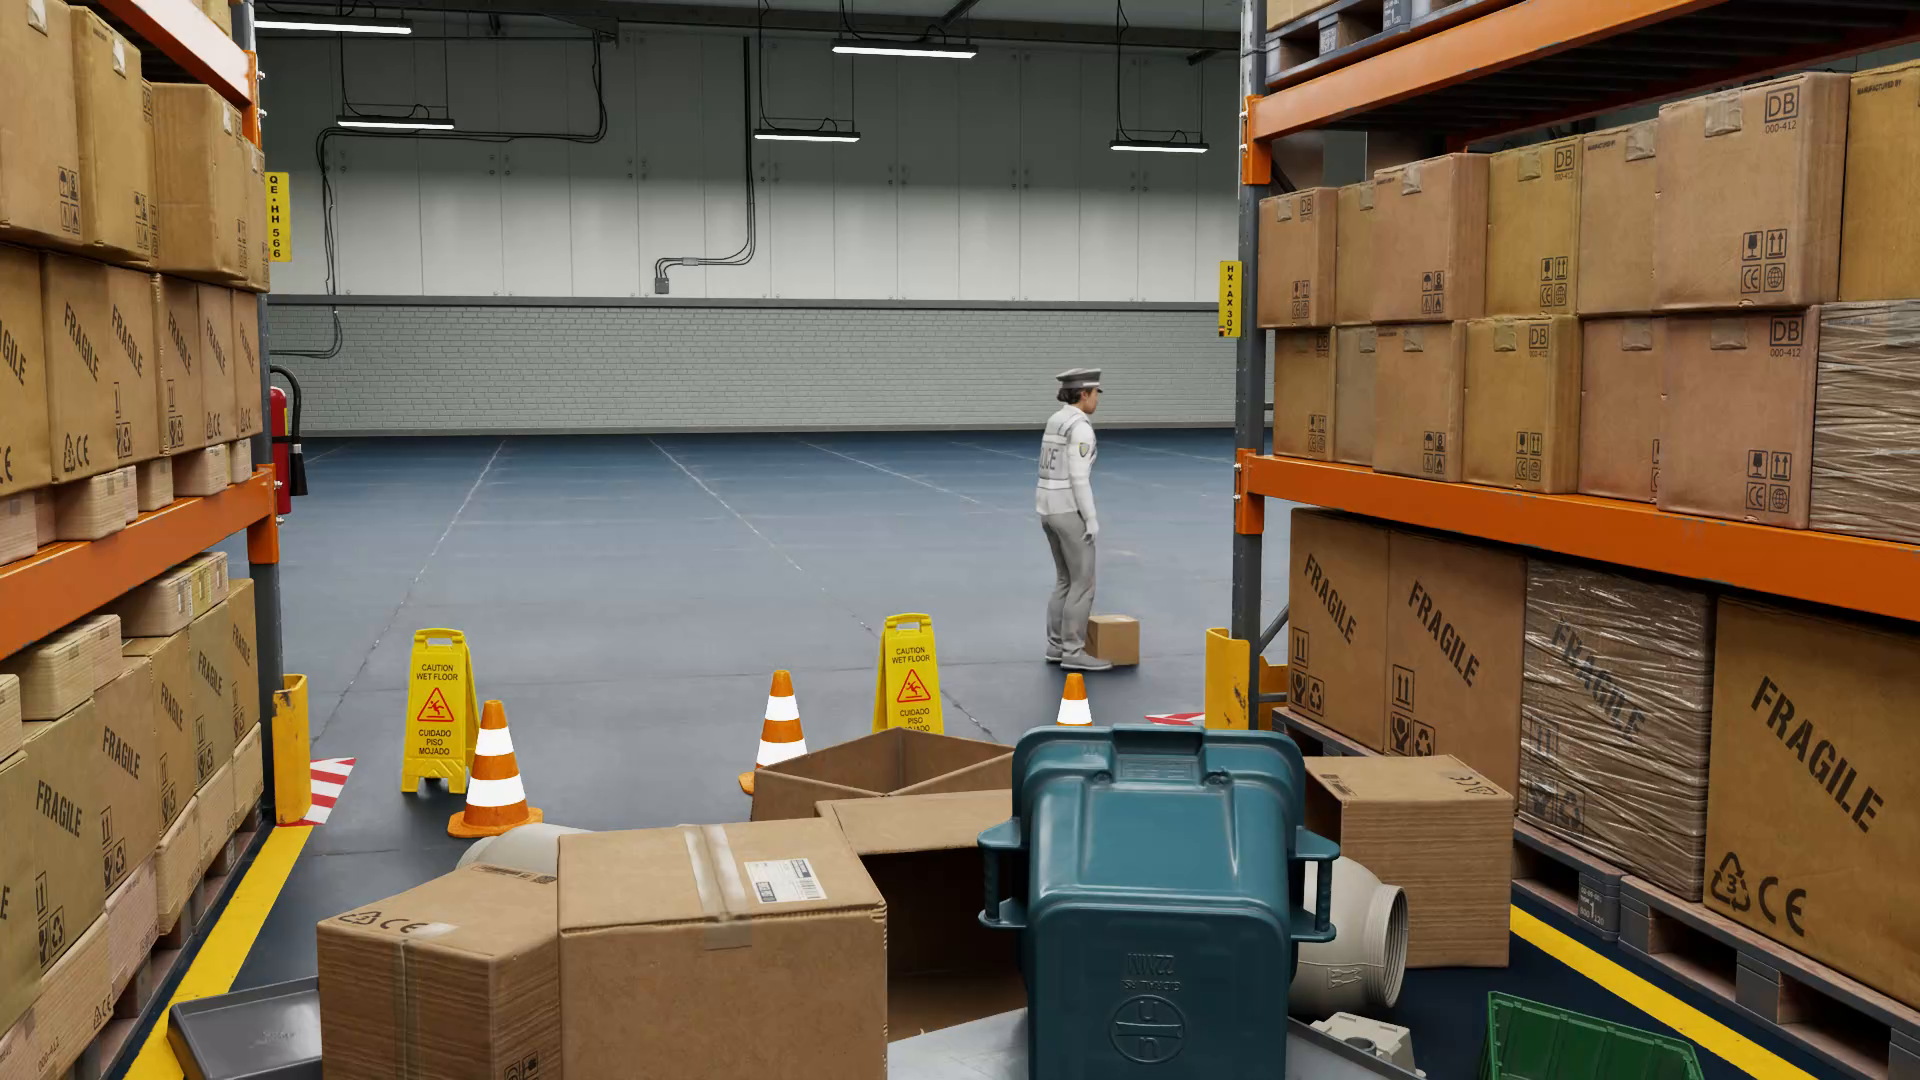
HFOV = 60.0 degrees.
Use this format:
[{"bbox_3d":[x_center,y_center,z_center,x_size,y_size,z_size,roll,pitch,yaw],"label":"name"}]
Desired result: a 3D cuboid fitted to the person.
[{"bbox_3d":[0.623,-0.124,9.302,0.370,1.662,0.520,-2,6,-16],"label":"person"}]
